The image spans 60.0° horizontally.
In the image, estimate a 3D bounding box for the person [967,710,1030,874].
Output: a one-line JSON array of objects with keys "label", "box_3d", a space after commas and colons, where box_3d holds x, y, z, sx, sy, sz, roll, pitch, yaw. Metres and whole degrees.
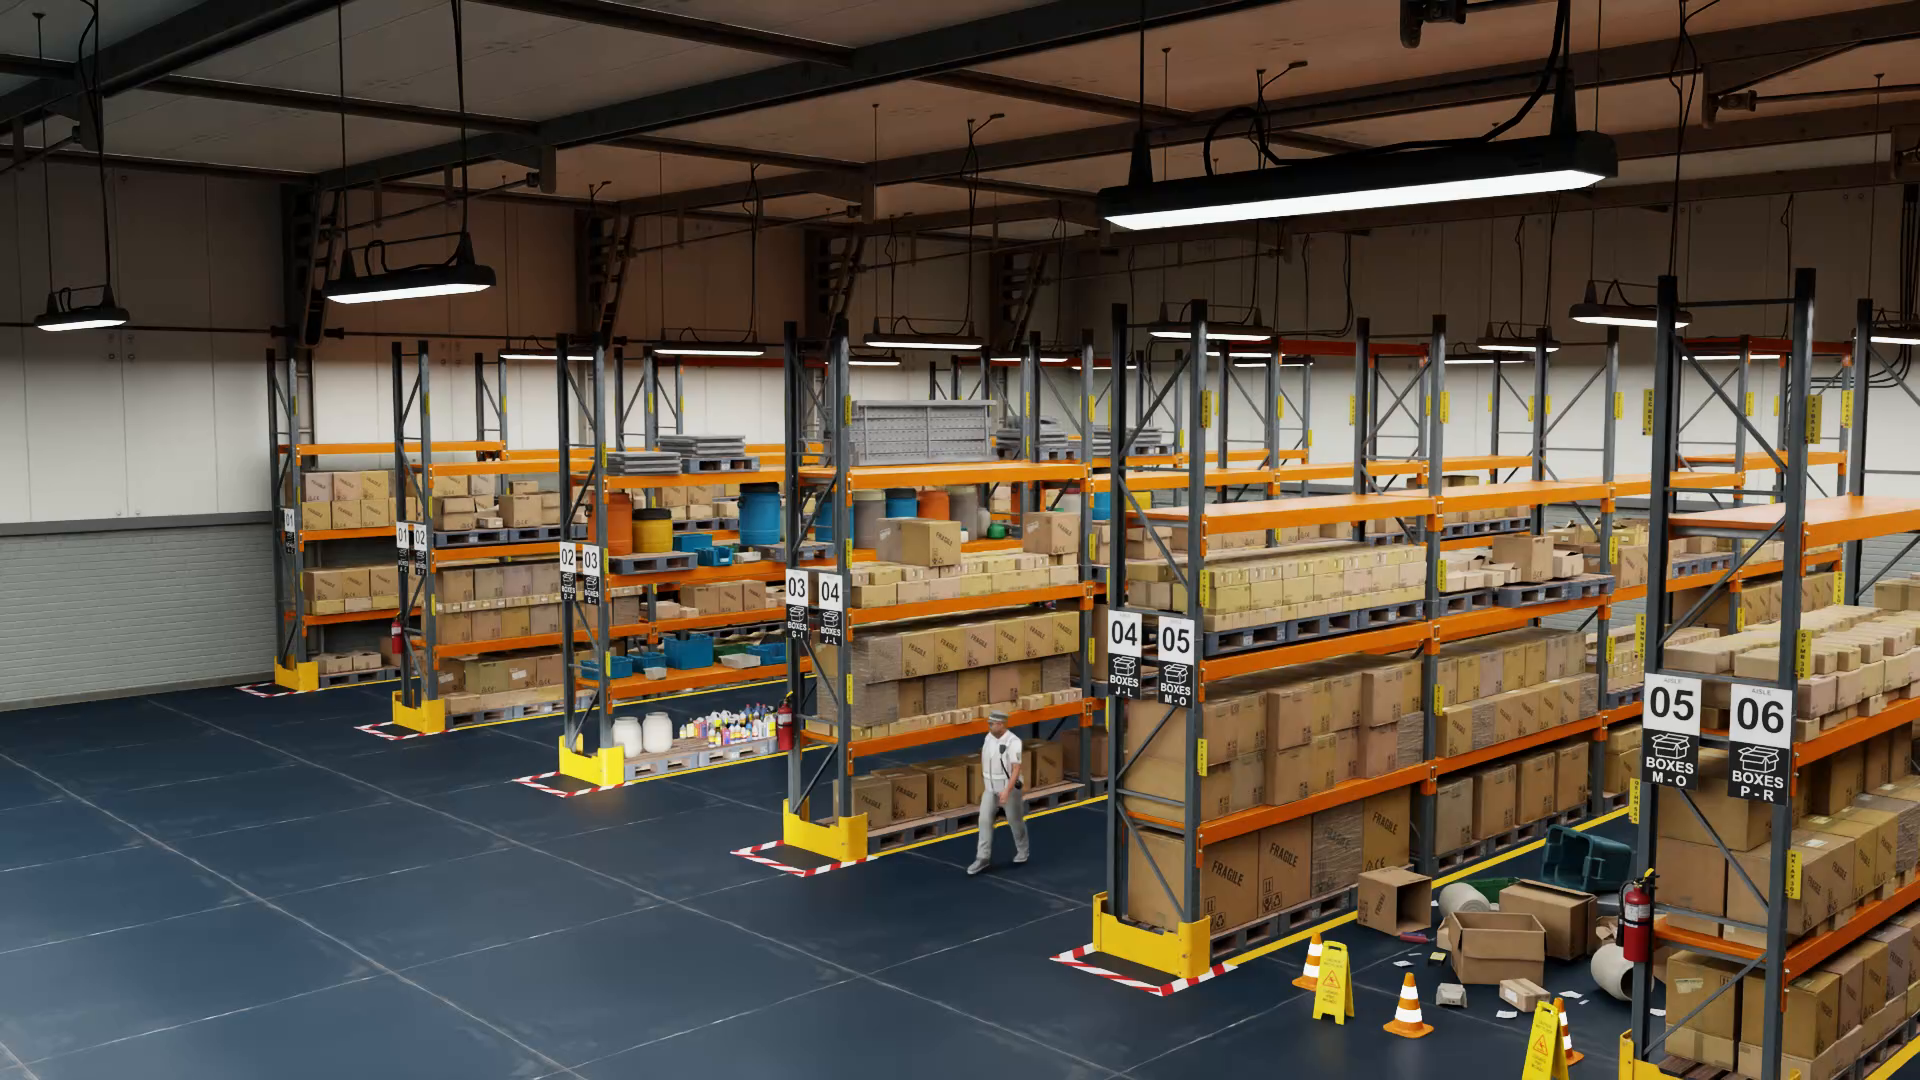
[{"label": "person", "box_3d": [0.418, 2.713, 18.167, 0.563, 1.720, 0.923, 4, 6, 37]}]

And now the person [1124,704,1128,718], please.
[{"label": "person", "box_3d": [2.620, 2.087, 26.026, 0.534, 1.669, 0.494, -4, 7, -41]}]
